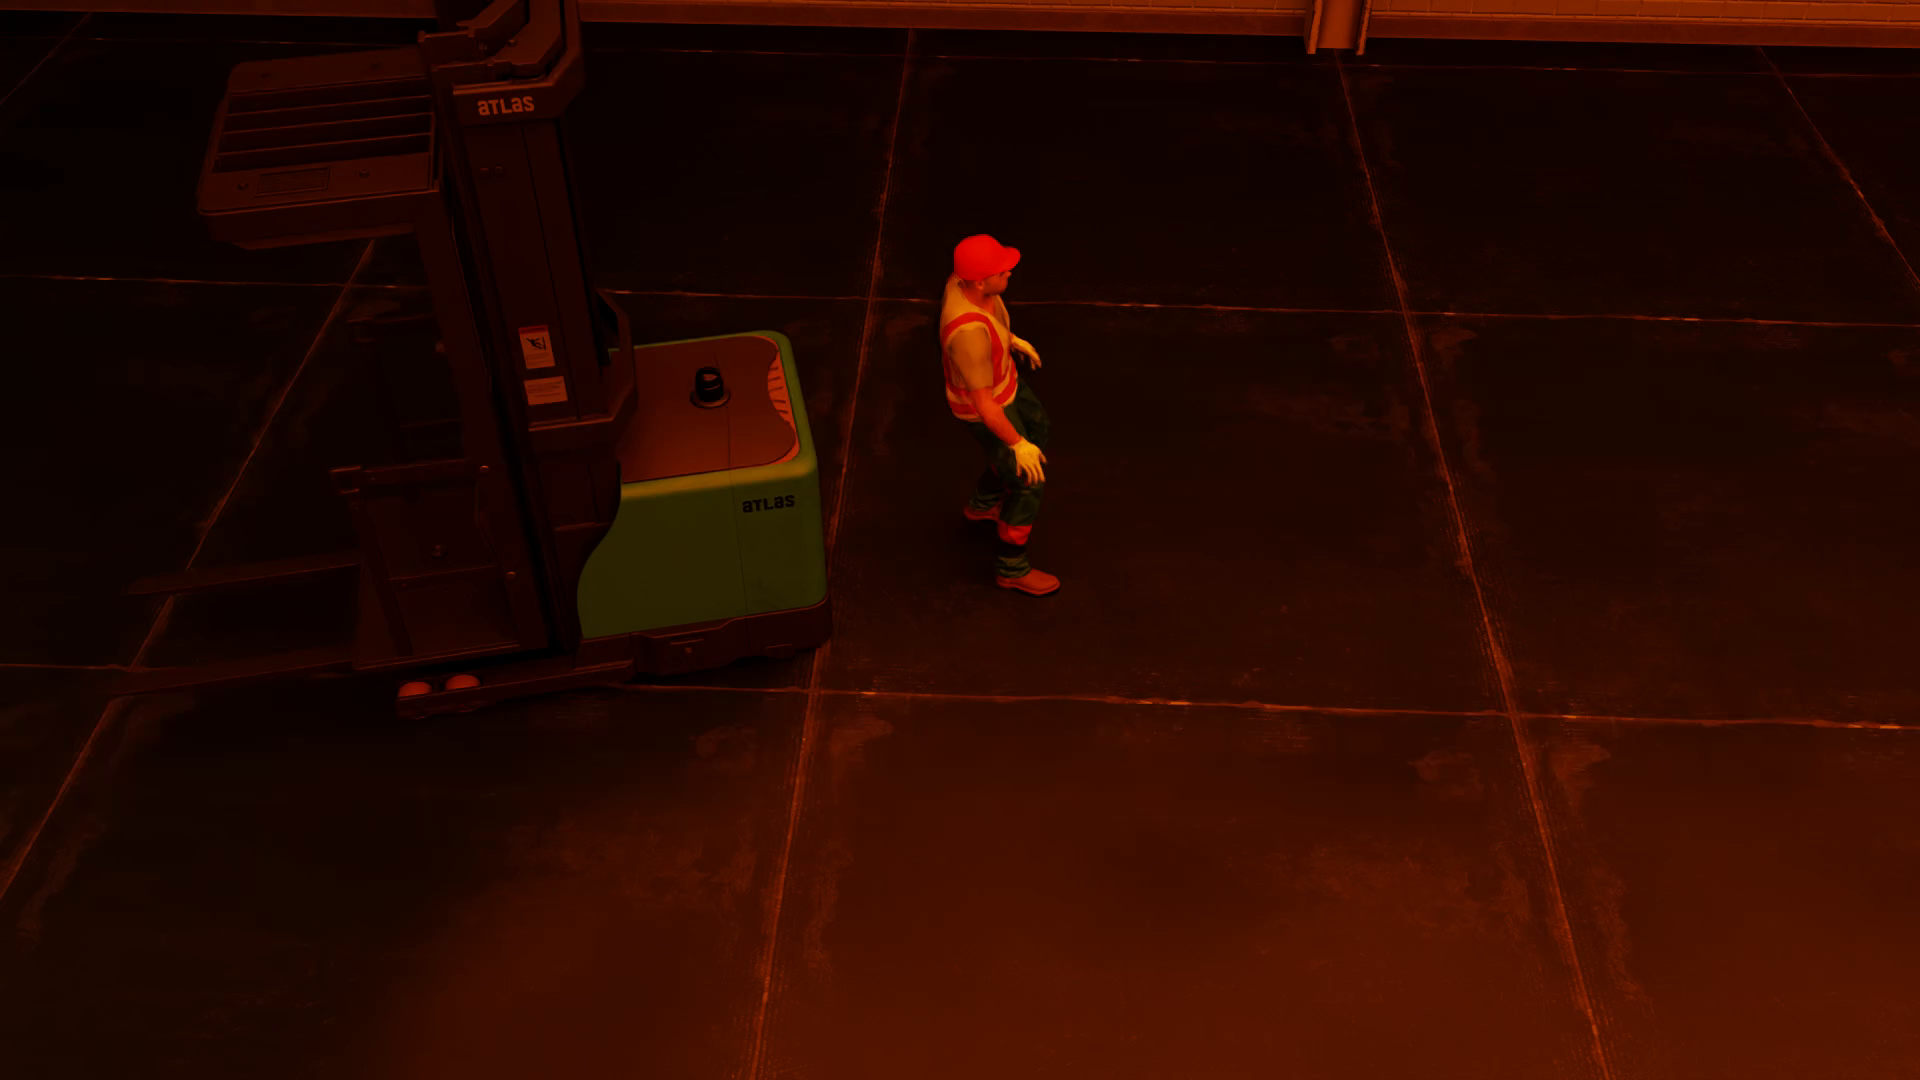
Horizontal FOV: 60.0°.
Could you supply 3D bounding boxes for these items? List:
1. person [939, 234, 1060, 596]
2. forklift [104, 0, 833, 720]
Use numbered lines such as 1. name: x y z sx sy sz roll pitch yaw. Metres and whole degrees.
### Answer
1. person: 0.195 -0.601 7.319 0.570 1.700 0.806 3 42 3
2. forklift: -2.133 -0.710 6.520 3.031 2.935 1.130 -8 43 -9
